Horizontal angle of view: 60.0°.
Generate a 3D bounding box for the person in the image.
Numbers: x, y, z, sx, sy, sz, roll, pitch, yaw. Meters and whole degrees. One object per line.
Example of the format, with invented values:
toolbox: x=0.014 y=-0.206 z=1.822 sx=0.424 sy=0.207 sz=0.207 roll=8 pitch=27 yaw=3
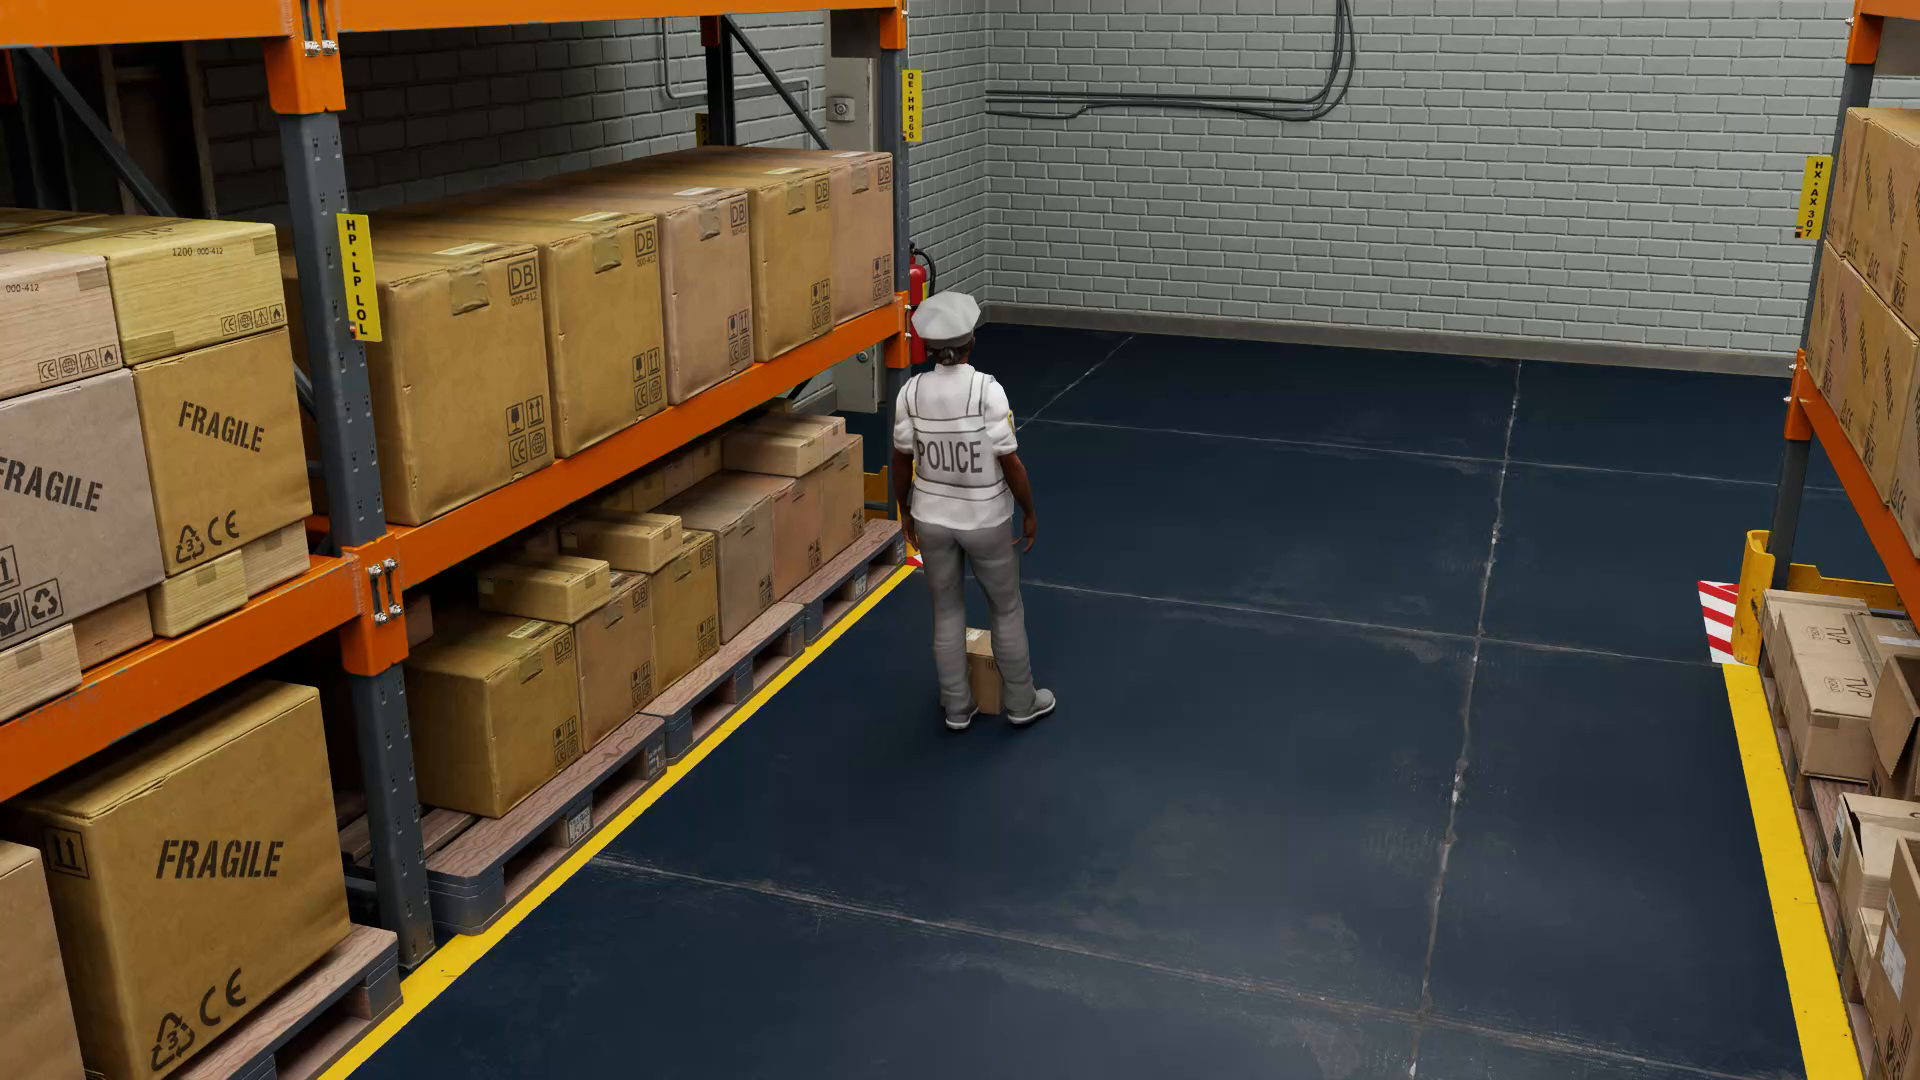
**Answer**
person: x=0.048 y=-0.100 z=6.274 sx=0.570 sy=1.698 sz=0.527 roll=6 pitch=20 yaw=18
